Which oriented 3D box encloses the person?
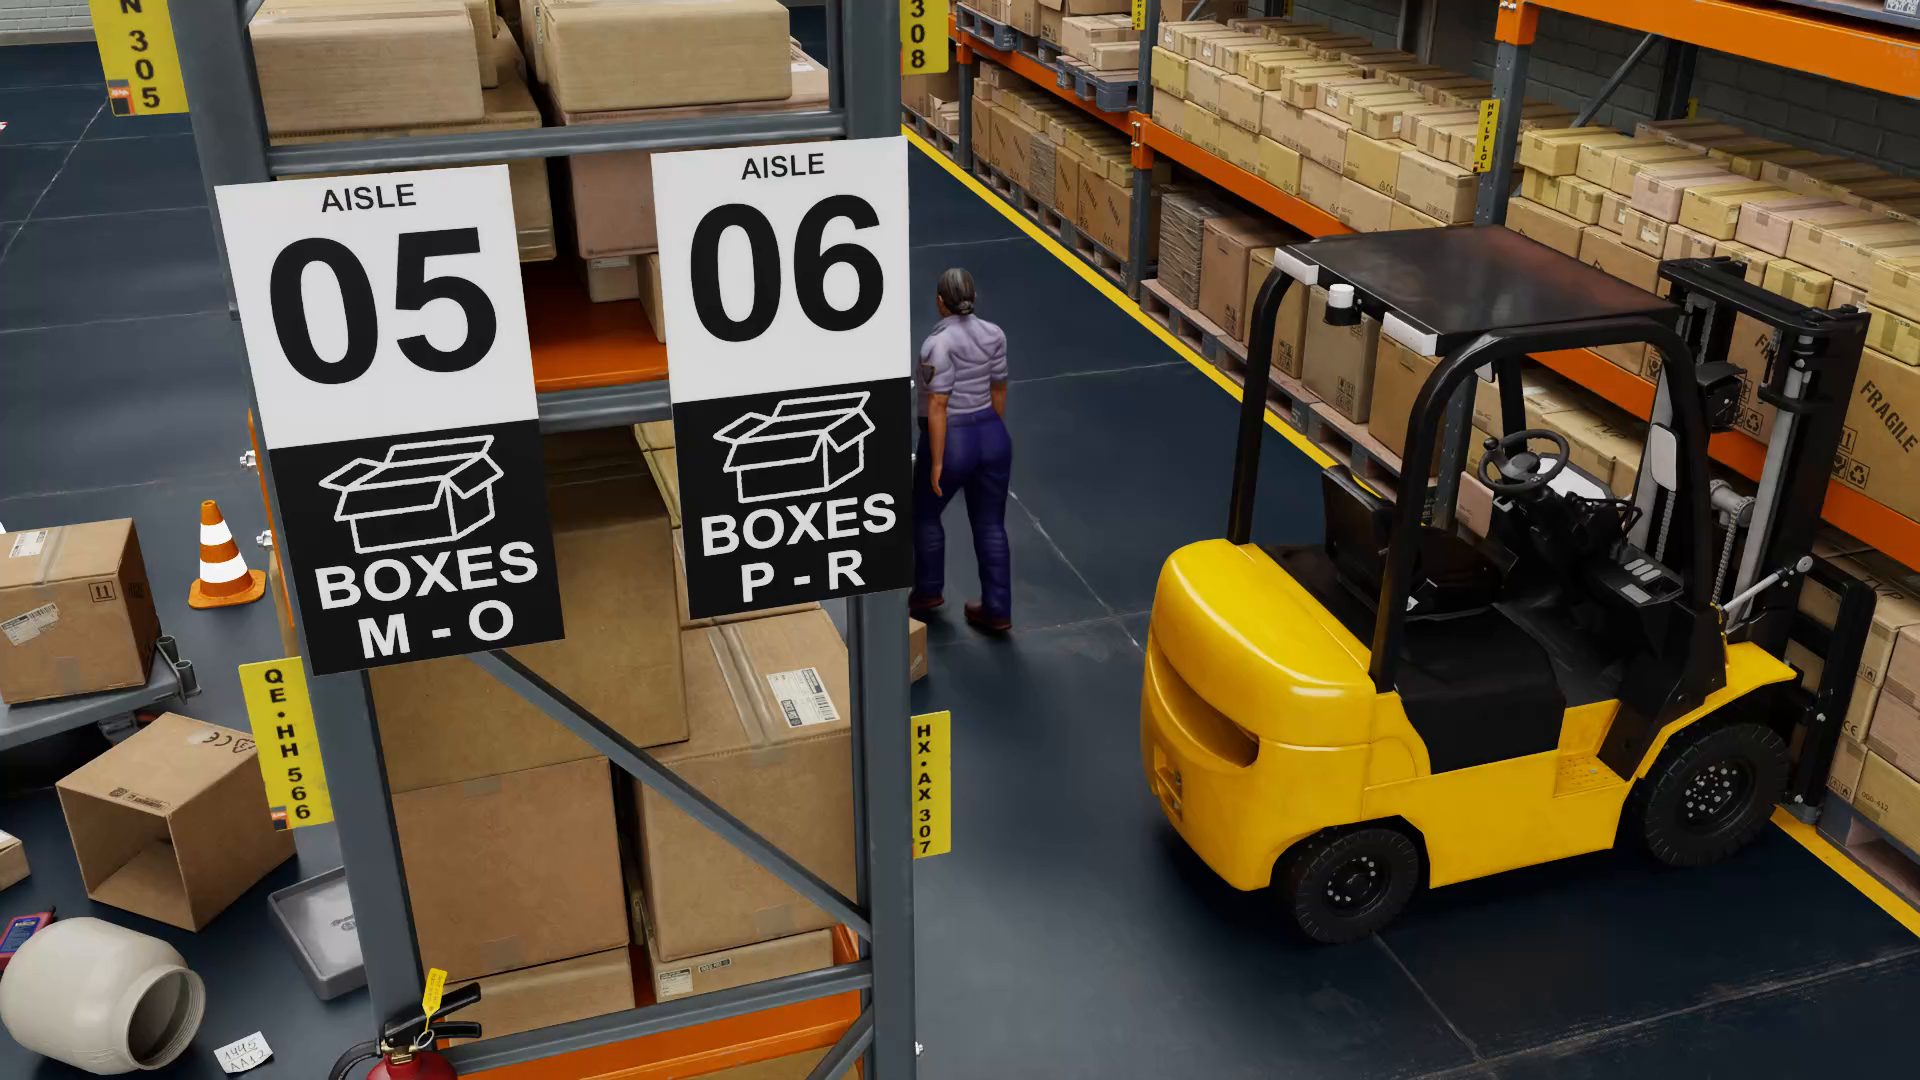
[{"bbox_3d":[0.028,-0.373,7.421,0.507,1.684,0.615,-17,31,-30],"label":"person"}]
